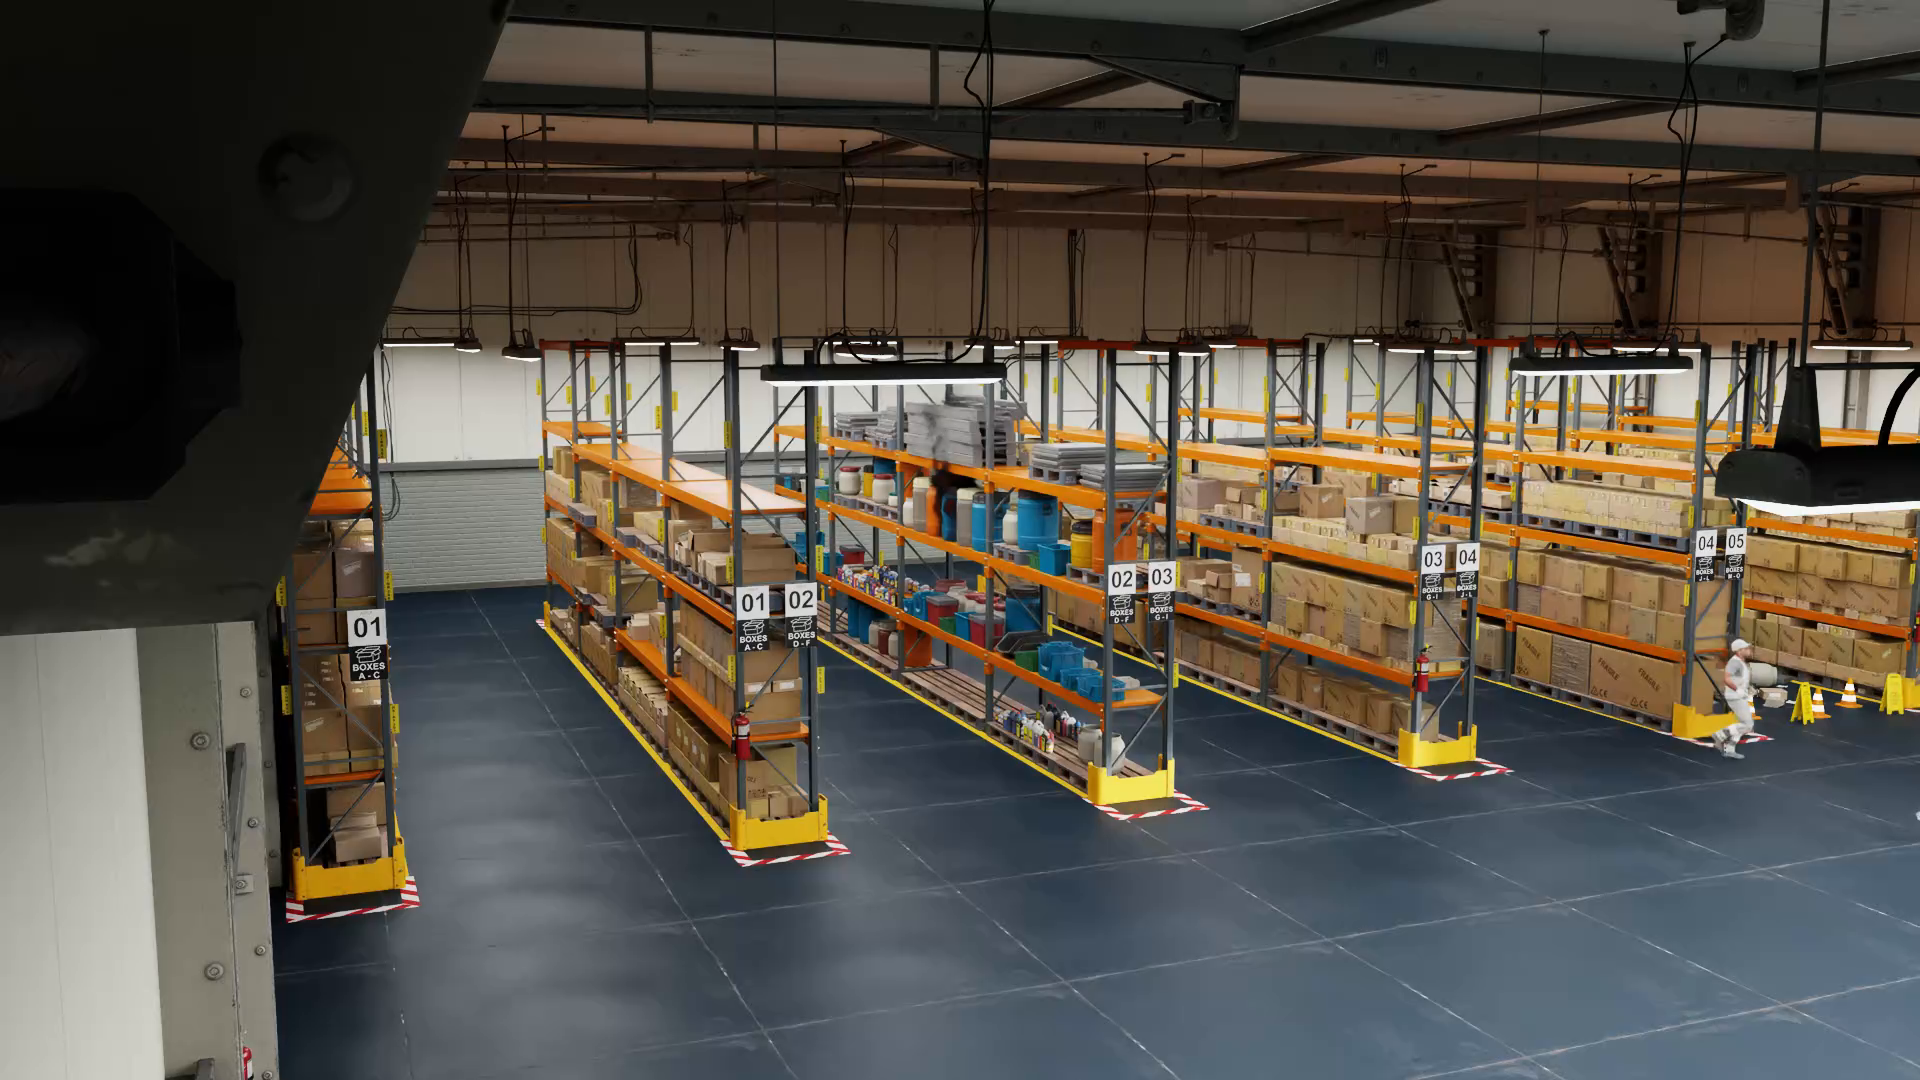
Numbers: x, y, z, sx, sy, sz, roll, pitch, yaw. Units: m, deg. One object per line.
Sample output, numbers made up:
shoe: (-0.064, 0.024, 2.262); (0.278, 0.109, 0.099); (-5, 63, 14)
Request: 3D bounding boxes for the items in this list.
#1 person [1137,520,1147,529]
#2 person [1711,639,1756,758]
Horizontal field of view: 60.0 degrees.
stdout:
person: (4.341, 0.278, 40.571); (0.747, 1.577, 0.530); (5, 9, 32)
person: (11.353, 2.314, 24.346); (0.550, 1.734, 0.688); (4, 9, 30)
